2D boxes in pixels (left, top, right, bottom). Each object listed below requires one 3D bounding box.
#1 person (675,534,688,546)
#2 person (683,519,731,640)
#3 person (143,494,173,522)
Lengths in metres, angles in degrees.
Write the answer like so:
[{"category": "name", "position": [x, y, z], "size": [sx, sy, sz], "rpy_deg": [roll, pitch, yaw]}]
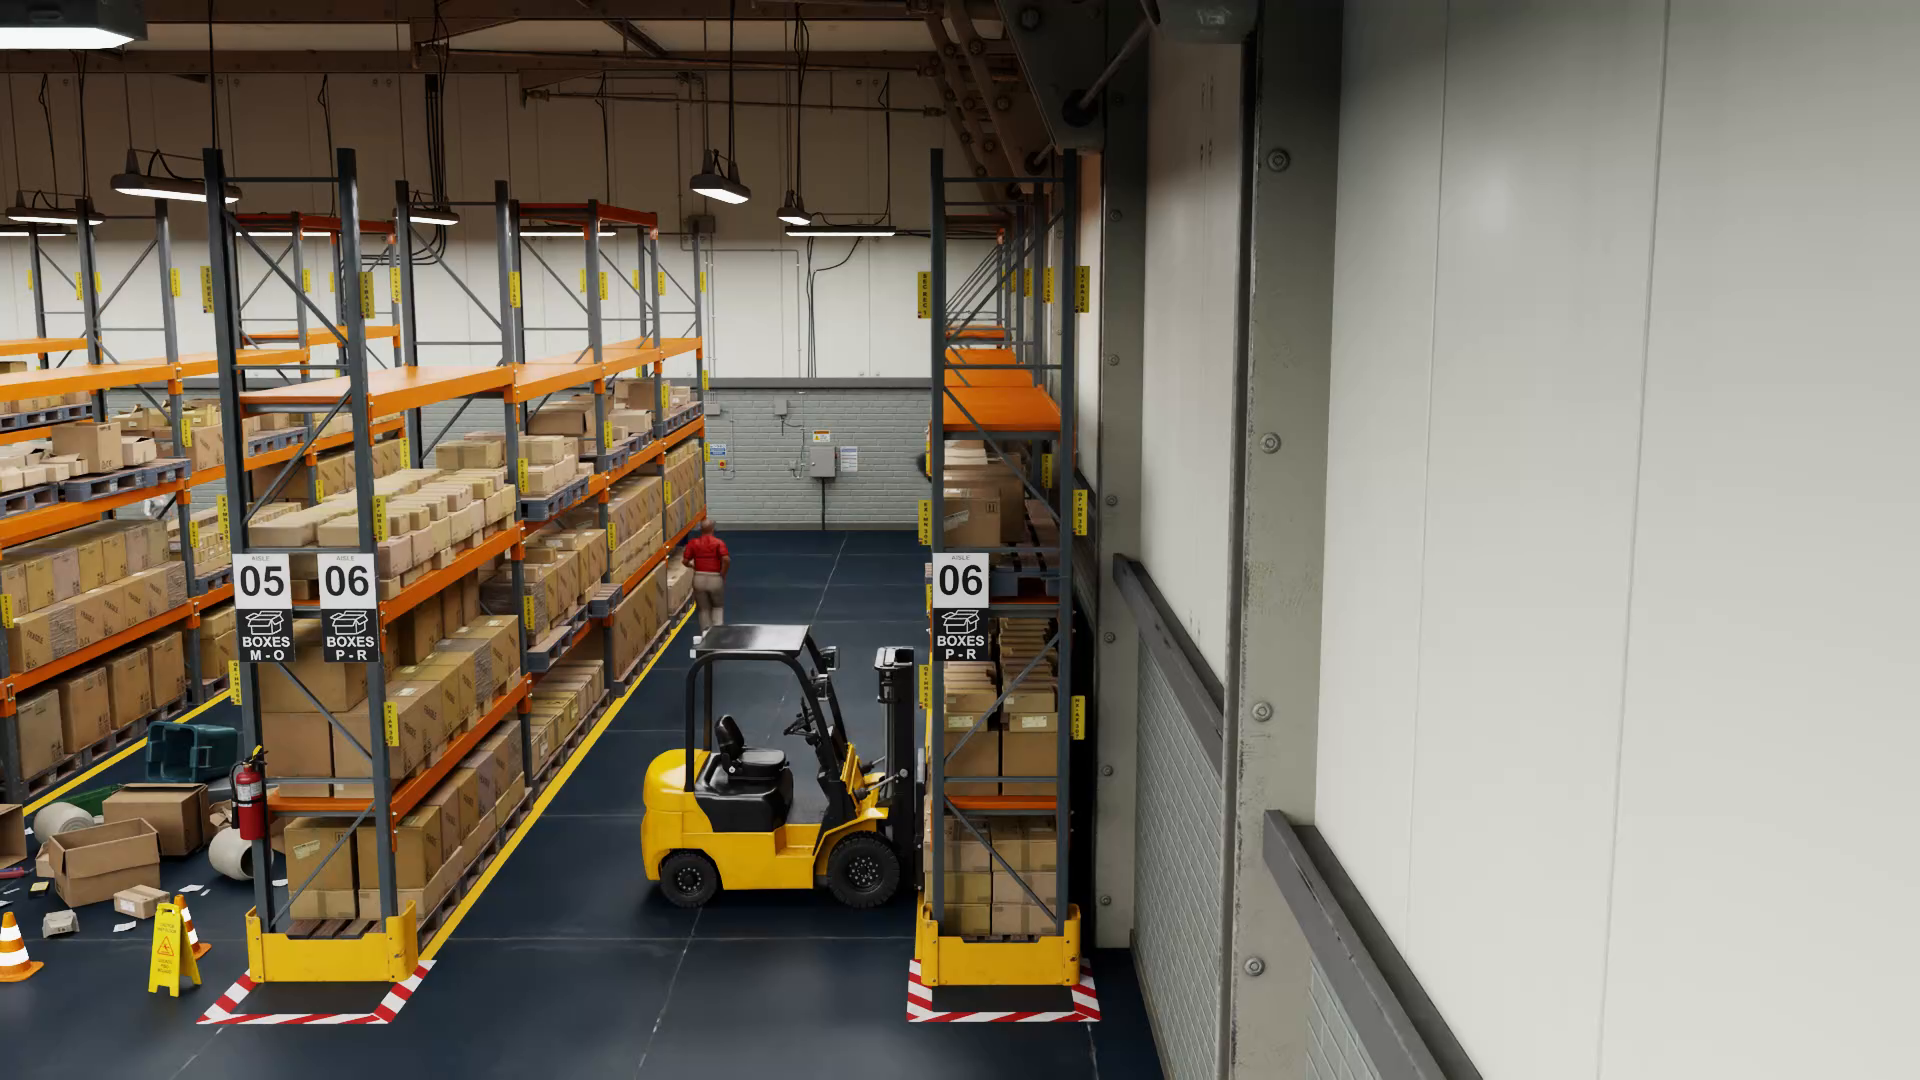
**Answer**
[{"category": "person", "position": [-4.904, -0.269, 29.052], "size": [0.716, 1.639, 0.588], "rpy_deg": [0, 9, 2]}, {"category": "person", "position": [-3.287, 0.590, 21.772], "size": [0.643, 1.749, 0.595], "rpy_deg": [0, 9, 0]}, {"category": "person", "position": [-14.040, -0.275, 29.242], "size": [0.538, 1.565, 0.562], "rpy_deg": [6, 11, 33]}]
